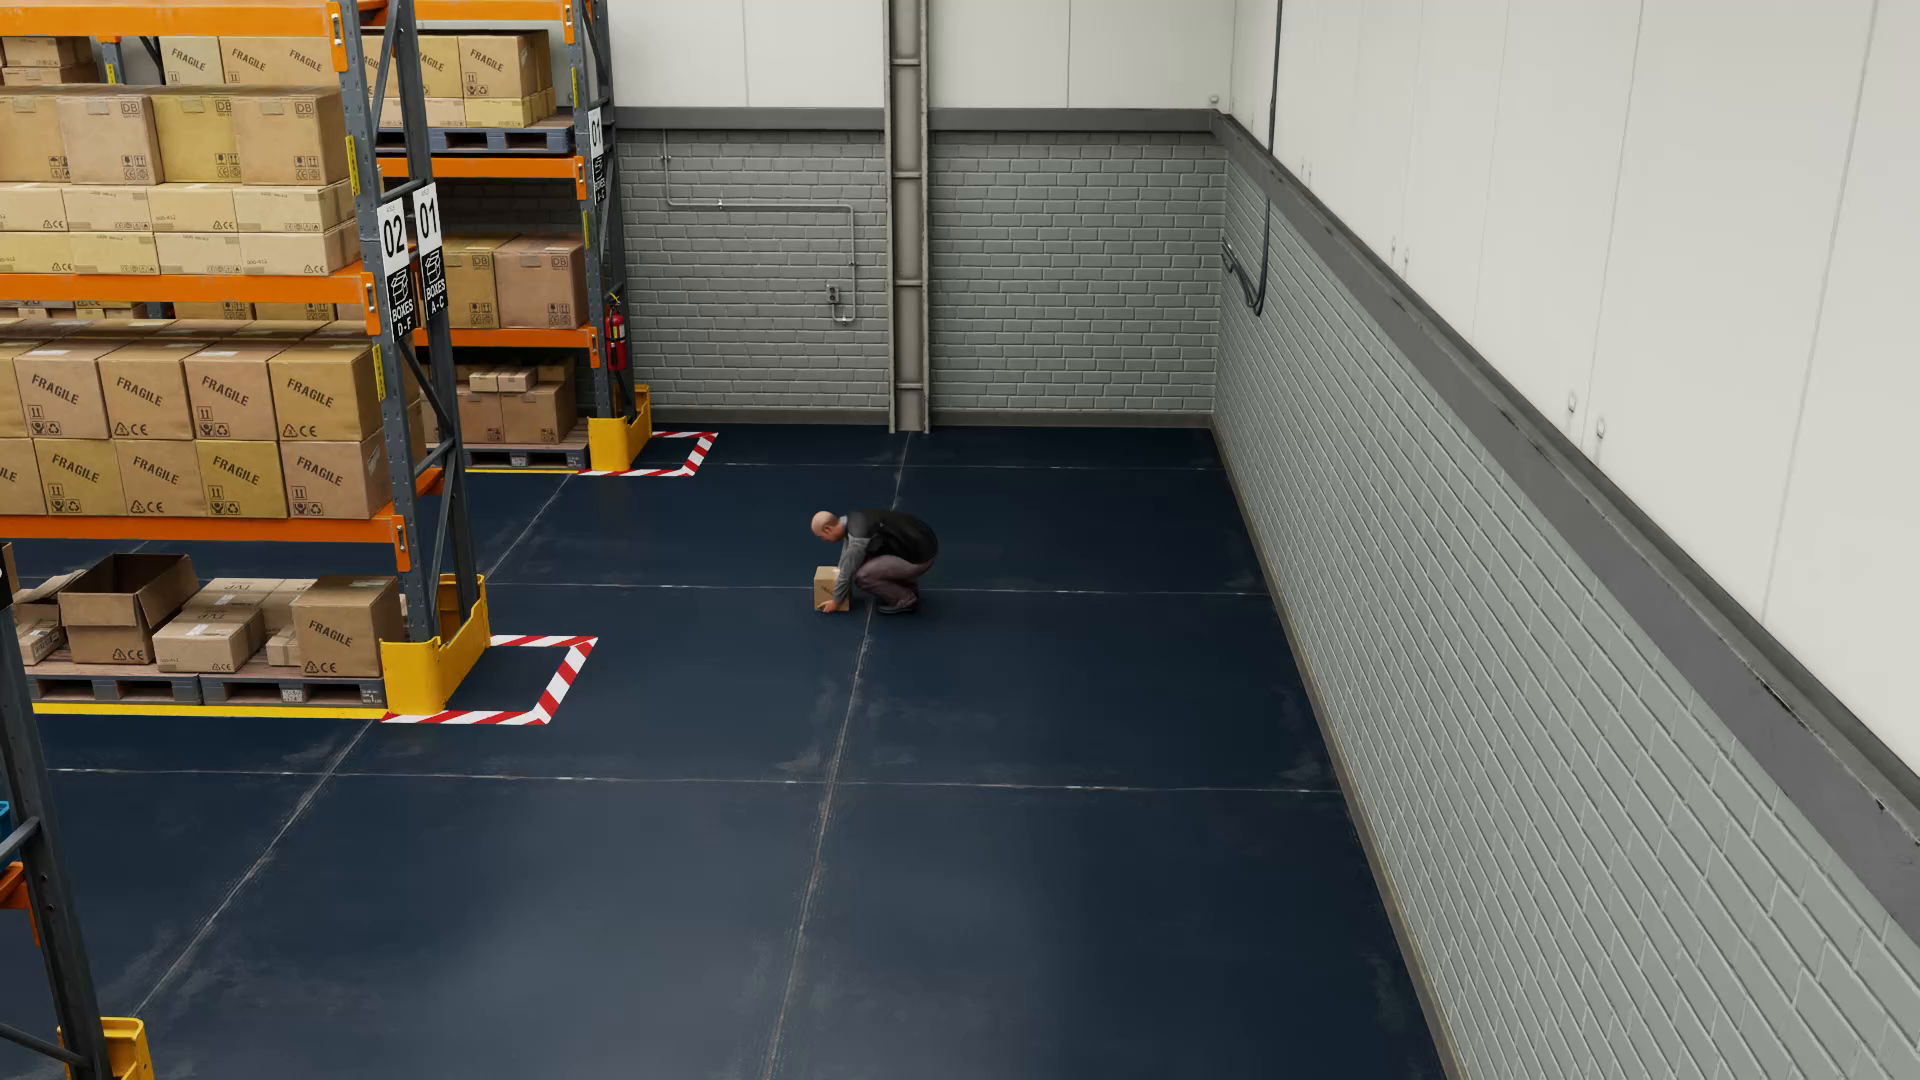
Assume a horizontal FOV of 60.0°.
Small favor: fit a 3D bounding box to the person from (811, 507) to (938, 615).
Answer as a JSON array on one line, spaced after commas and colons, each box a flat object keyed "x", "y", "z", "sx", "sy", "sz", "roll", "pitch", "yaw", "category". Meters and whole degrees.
[{"x": -0.617, "y": 0.167, "z": 12.160, "sx": 0.916, "sy": 0.826, "sz": 0.520, "roll": 0, "pitch": 21, "yaw": 1, "category": "person"}]
